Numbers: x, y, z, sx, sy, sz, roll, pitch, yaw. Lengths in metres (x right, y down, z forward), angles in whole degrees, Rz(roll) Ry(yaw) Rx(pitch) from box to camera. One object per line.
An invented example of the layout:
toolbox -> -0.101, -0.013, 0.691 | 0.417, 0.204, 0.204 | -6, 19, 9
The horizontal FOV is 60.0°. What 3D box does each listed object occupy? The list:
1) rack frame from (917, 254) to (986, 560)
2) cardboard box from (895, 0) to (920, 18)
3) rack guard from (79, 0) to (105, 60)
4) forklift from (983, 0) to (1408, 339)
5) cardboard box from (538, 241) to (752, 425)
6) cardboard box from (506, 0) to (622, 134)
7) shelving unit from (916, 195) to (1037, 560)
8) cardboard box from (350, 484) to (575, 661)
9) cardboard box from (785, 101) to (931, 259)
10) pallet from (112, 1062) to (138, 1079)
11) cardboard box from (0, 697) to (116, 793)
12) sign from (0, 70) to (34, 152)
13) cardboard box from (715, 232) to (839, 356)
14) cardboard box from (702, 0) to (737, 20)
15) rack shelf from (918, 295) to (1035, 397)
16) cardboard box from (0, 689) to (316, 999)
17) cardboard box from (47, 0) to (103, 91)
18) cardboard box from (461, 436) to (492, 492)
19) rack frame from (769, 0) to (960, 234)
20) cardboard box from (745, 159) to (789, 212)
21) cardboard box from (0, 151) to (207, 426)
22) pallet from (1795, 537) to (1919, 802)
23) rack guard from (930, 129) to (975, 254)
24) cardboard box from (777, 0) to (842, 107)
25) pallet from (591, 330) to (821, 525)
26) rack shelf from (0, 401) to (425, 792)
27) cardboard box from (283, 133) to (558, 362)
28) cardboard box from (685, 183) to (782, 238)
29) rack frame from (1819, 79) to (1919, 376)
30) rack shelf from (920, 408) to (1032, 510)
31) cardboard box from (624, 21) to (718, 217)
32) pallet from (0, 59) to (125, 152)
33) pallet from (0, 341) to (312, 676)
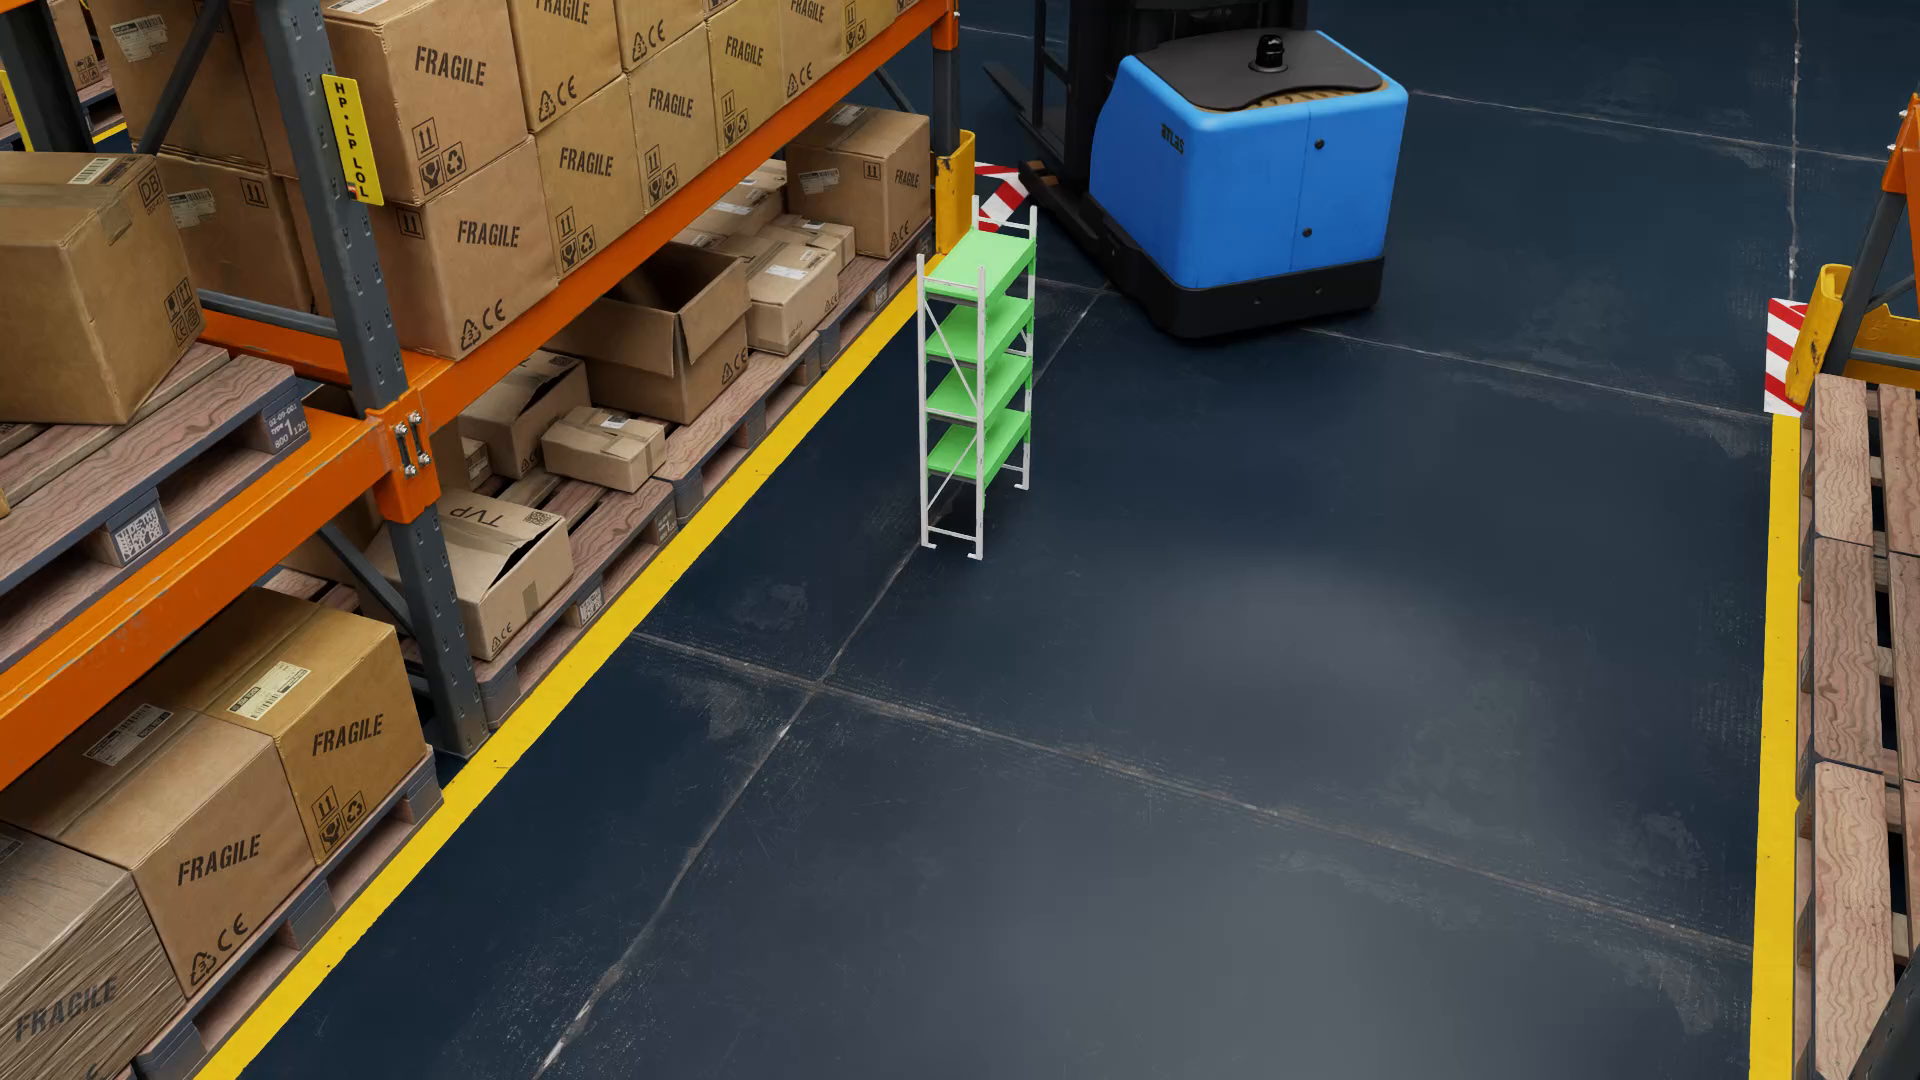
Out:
rack frame -> -0.030, -0.437, 5.833 | 0.240, 1.200, 0.015 | 14, 39, 18
cardboard box -> -0.403, -2.586, 7.121 | 0.500, 0.500, 0.500 | 15, 39, 19
rack guard -> -5.058, -2.994, 9.838 | 1.175, 0.500, 0.348 | 14, 39, 18
forklift -> 0.948, -2.944, 7.740 | 1.130, 2.935, 3.031 | -12, 38, -15
cardboard box -> -1.296, -0.859, 6.611 | 0.797, 0.503, 0.637 | 14, 39, 18
cardboard box -> -1.371, -1.564, 4.919 | 0.500, 0.500, 0.500 | 13, 39, 16
shelving unit -> 0.063, -0.572, 6.013 | 0.258, 1.200, 0.503 | 14, 39, 18
cardboard box -> -1.647, 0.076, 5.521 | 0.500, 0.311, 0.500 | 14, 39, 18
cardboard box -> -0.464, -1.674, 7.704 | 0.500, 0.500, 0.500 | 14, 39, 18
pallet -> -2.744, 1.613, 3.916 | 1.003, 0.211, 1.213 | 14, 39, 18
cardboard box -> -2.609, 0.694, 4.536 | 0.500, 0.500, 0.500 | 14, 39, 18
sign -> -2.511, -1.107, 4.503 | 0.100, 0.325, 0.005 | 14, 39, 18
cardboard box -> -0.853, -1.054, 7.084 | 0.500, 0.250, 0.500 | 14, 39, 18
cardboard box -> -0.979, -2.135, 5.682 | 0.500, 0.500, 0.500 | 15, 39, 19
rack shelf -> 0.063, -0.713, 5.908 | 0.258, 0.148, 0.480 | 14, 39, 18
cardboard box -> -2.125, 0.794, 4.403 | 0.500, 0.500, 0.500 | 14, 39, 18
cardboard box -> -5.241, -2.739, 9.146 | 0.700, 0.500, 0.500 | 14, 39, 18
cardboard box -> -1.965, -0.277, 6.129 | 0.380, 0.149, 0.250 | 14, 39, 18
rack frame -> -0.485, -2.856, 7.565 | 1.000, 3.000, 0.127 | 14, 39, 18
cardboard box -> -0.962, -1.737, 8.082 | 0.380, 0.149, 0.250 | 14, 39, 18
cardboard box -> -2.394, -0.638, 4.164 | 0.700, 0.500, 0.500 | 2, 37, 2
pallet -> 3.279, 0.512, 5.388 | 1.003, 0.211, 1.213 | 14, 39, 18
rack guard -> -0.514, -1.813, 8.257 | 1.175, 0.500, 0.348 | 14, 39, 18
cardboard box -> -0.792, -2.023, 6.367 | 0.500, 0.500, 0.500 | 14, 39, 18
pallet -> -1.282, -0.582, 6.853 | 1.003, 0.211, 1.213 | 14, 39, 18
rack shelf -> -2.768, 0.754, 3.336 | 1.077, 0.370, 4.000 | 14, 39, 18
cardboard box -> -1.561, -0.901, 4.867 | 0.500, 0.500, 0.500 | 15, 39, 19
cardboard box -> -1.144, -1.417, 7.570 | 0.500, 0.250, 0.500 | 14, 39, 18
rack frame -> 4.095, -1.725, 6.053 | 1.000, 3.000, 0.127 | 14, 39, 18
rack shelf -> 0.063, -0.329, 6.195 | 0.258, 0.148, 0.480 | 14, 39, 18
cardboard box -> -1.176, -1.462, 5.617 | 0.500, 0.500, 0.500 | 14, 39, 18
pallet -> -5.299, -2.405, 9.291 | 1.003, 0.211, 1.213 | 14, 39, 18
pallet -> -2.412, -0.147, 4.101 | 1.003, 0.211, 1.213 | 14, 39, 18
